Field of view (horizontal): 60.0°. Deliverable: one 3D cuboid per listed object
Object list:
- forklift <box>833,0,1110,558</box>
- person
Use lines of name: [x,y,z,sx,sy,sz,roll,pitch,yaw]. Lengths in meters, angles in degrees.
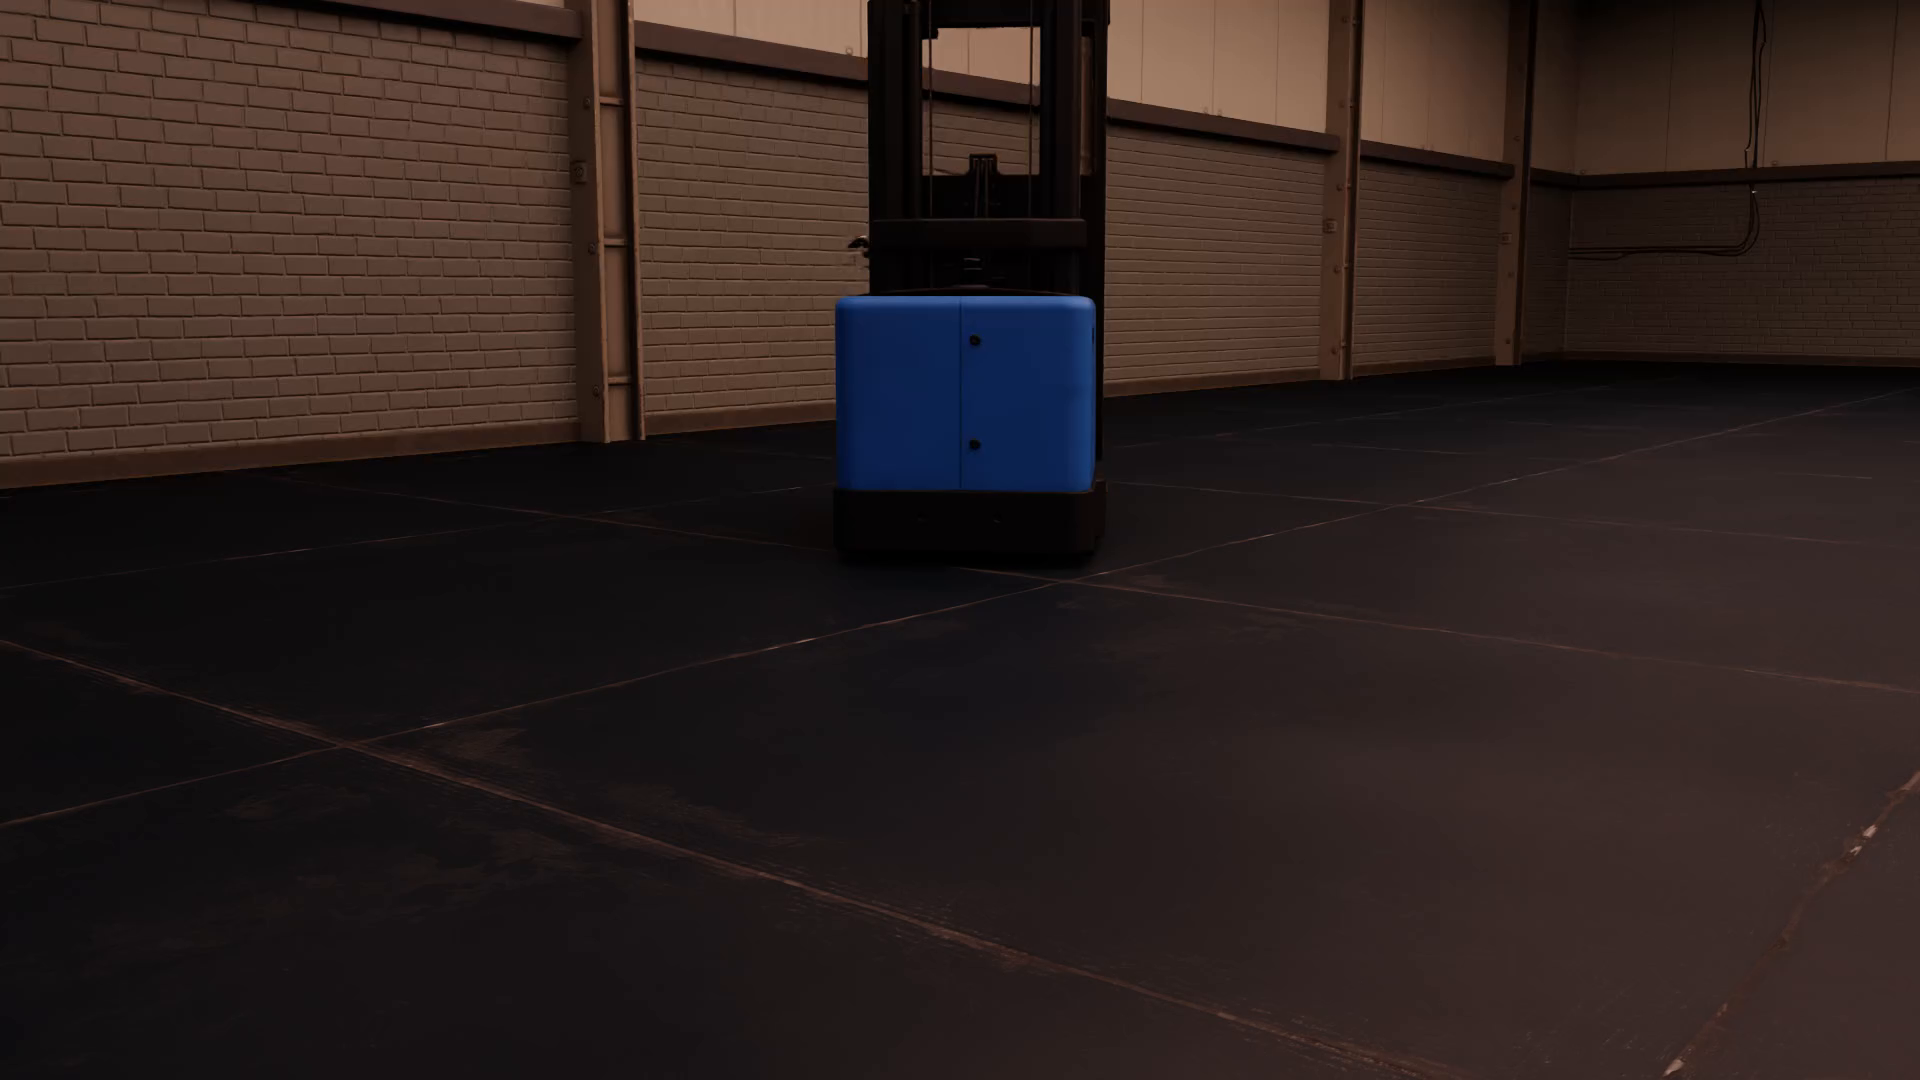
forklift: [0.150,-1.552,7.889,1.130,2.935,3.031,1,8,6]
person: [0.077,-0.977,8.381,0.761,1.413,1.368,-7,11,-42]
